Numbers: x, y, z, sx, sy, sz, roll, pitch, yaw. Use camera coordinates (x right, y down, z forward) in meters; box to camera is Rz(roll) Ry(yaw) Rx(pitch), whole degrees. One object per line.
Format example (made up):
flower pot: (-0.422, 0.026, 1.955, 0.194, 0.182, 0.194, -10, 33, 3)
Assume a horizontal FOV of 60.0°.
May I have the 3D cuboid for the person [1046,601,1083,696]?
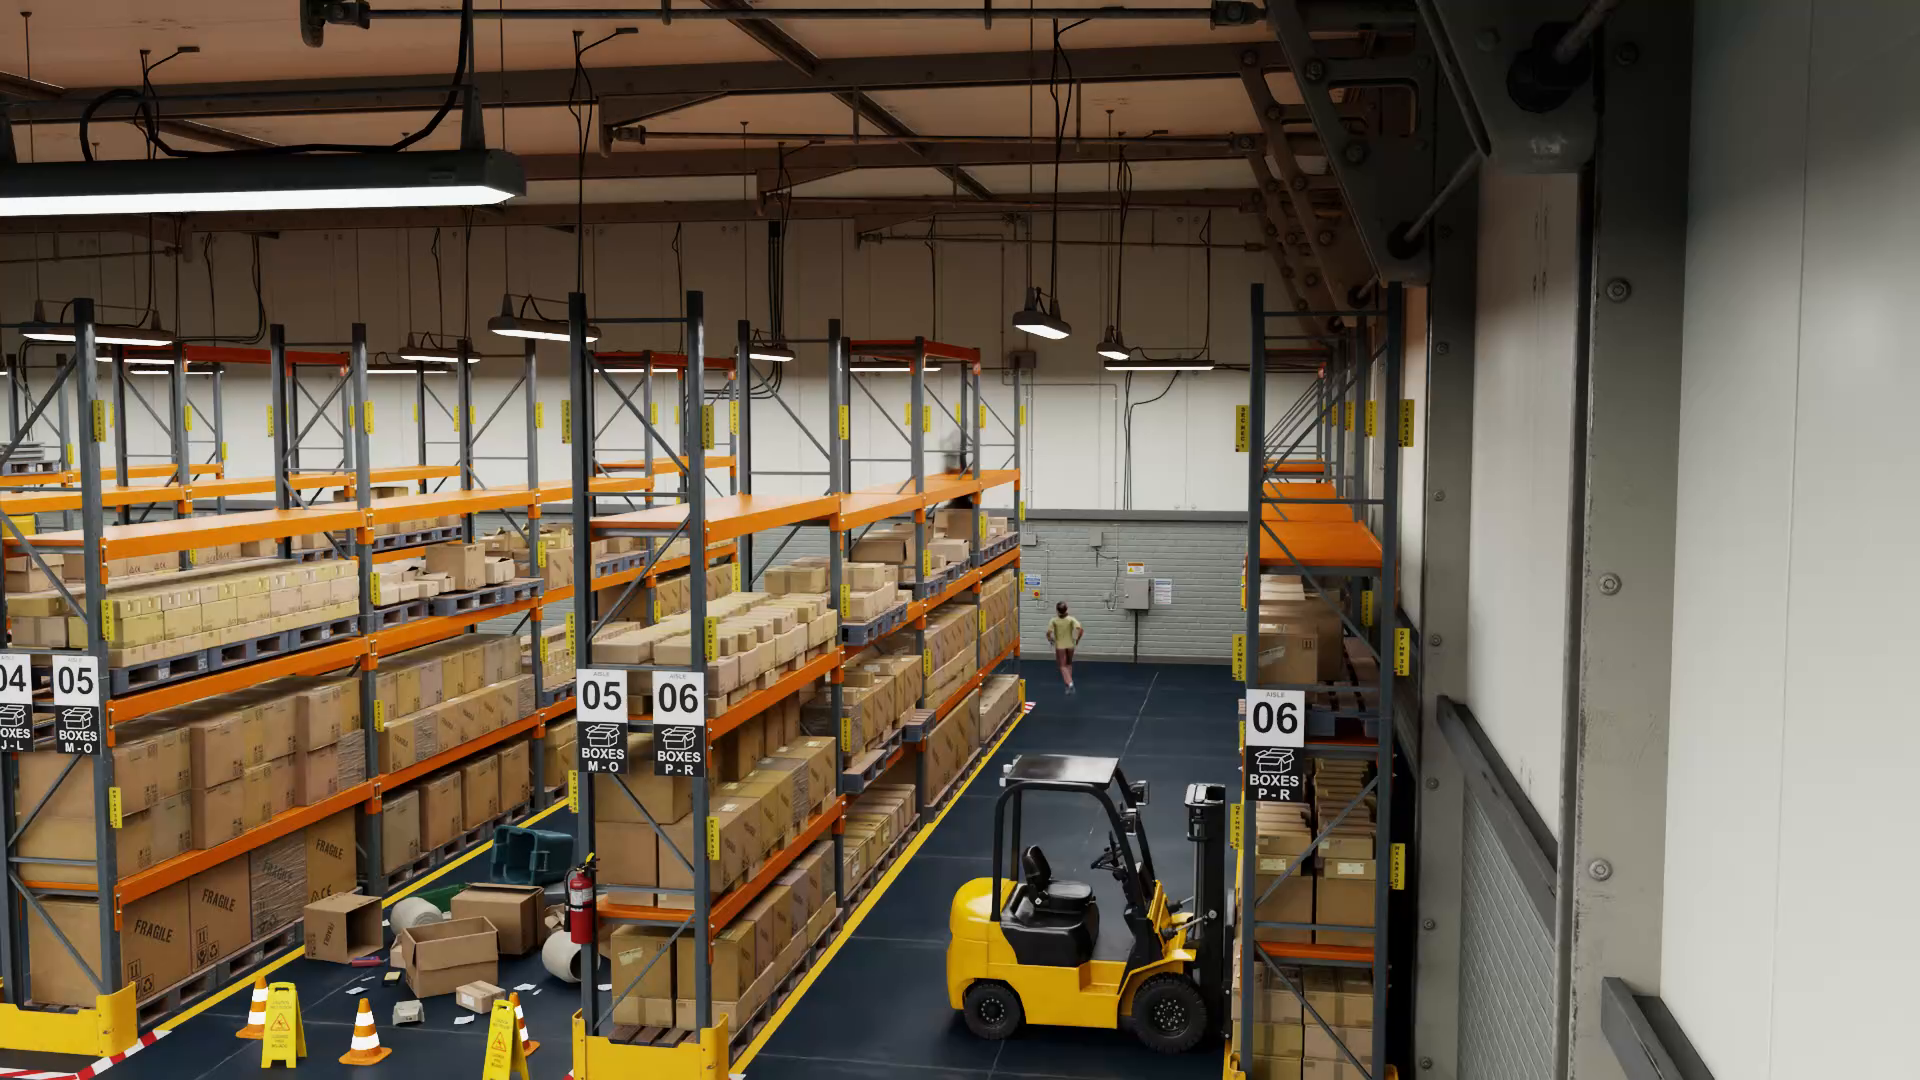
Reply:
person: (1.766, 1.850, 28.323, 0.624, 1.642, 0.630, -1, 5, -9)
